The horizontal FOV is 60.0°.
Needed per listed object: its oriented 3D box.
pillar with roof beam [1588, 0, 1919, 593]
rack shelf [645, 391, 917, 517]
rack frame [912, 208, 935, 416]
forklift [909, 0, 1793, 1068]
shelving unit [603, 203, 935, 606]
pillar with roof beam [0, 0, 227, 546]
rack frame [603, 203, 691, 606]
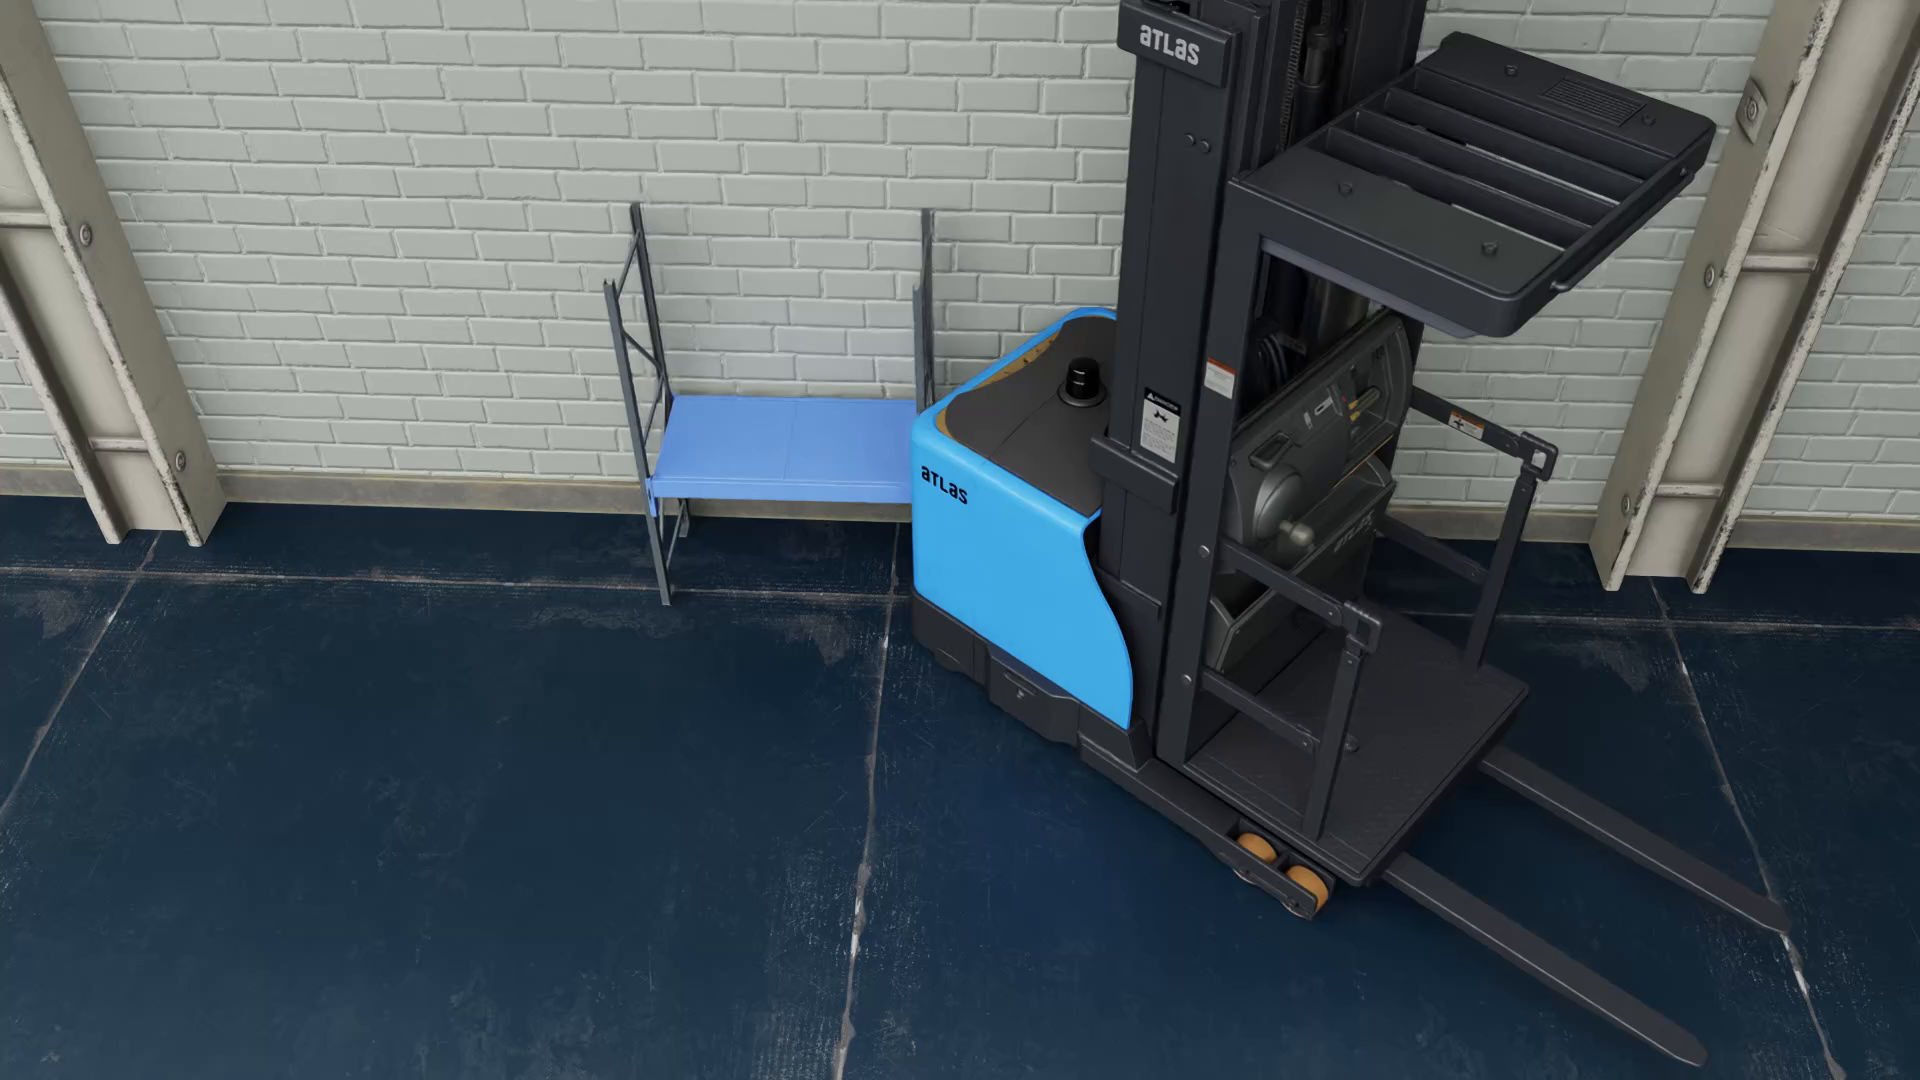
[{"bbox_3d":[2.546,-0.263,0.430,0.400,9.000,9.100,2,43,2],"label":"pillar with roof beam"},{"bbox_3d":[-0.629,-0.316,6.244,1.000,0.185,0.538,1,43,2],"label":"rack shelf"},{"bbox_3d":[-0.122,-0.434,6.101,0.032,1.500,0.500,1,43,2],"label":"rack frame"},{"bbox_3d":[1.241,-0.252,4.871,3.031,2.935,1.130,32,52,30],"label":"forklift"},{"bbox_3d":[-0.630,-0.447,6.120,1.048,1.500,0.538,1,43,2],"label":"shelving unit"},{"bbox_3d":[-3.448,-0.447,0.628,0.400,9.000,9.100,2,43,2],"label":"pillar with roof beam"},{"bbox_3d":[-1.138,-0.460,6.140,0.032,1.500,0.500,1,43,2],"label":"rack frame"}]
